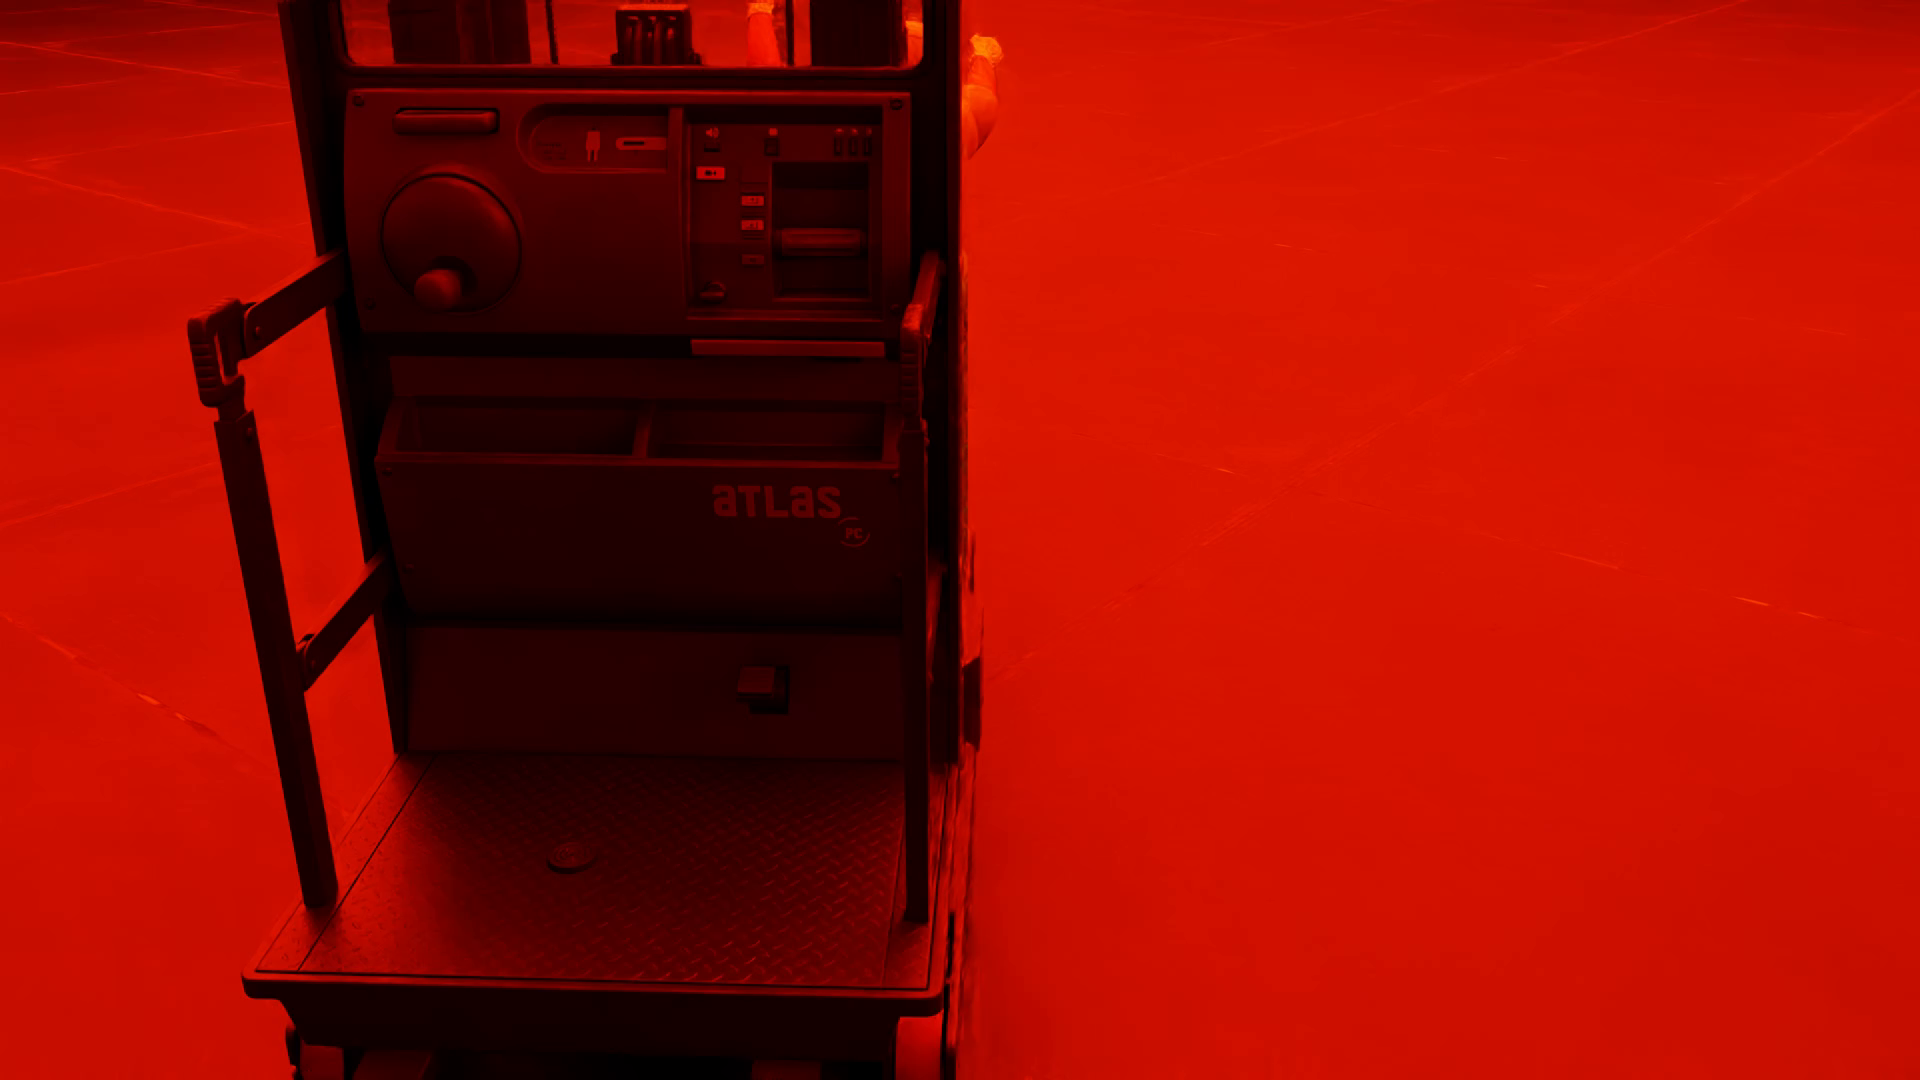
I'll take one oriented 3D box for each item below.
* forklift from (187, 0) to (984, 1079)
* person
[{"bbox_3d":[-0.550,-0.521,2.531,1.130,2.935,3.031,1,23,2],"label":"forklift"},{"bbox_3d":[-0.114,-0.948,5.117,0.697,1.625,1.073,20,30,38],"label":"person"}]
